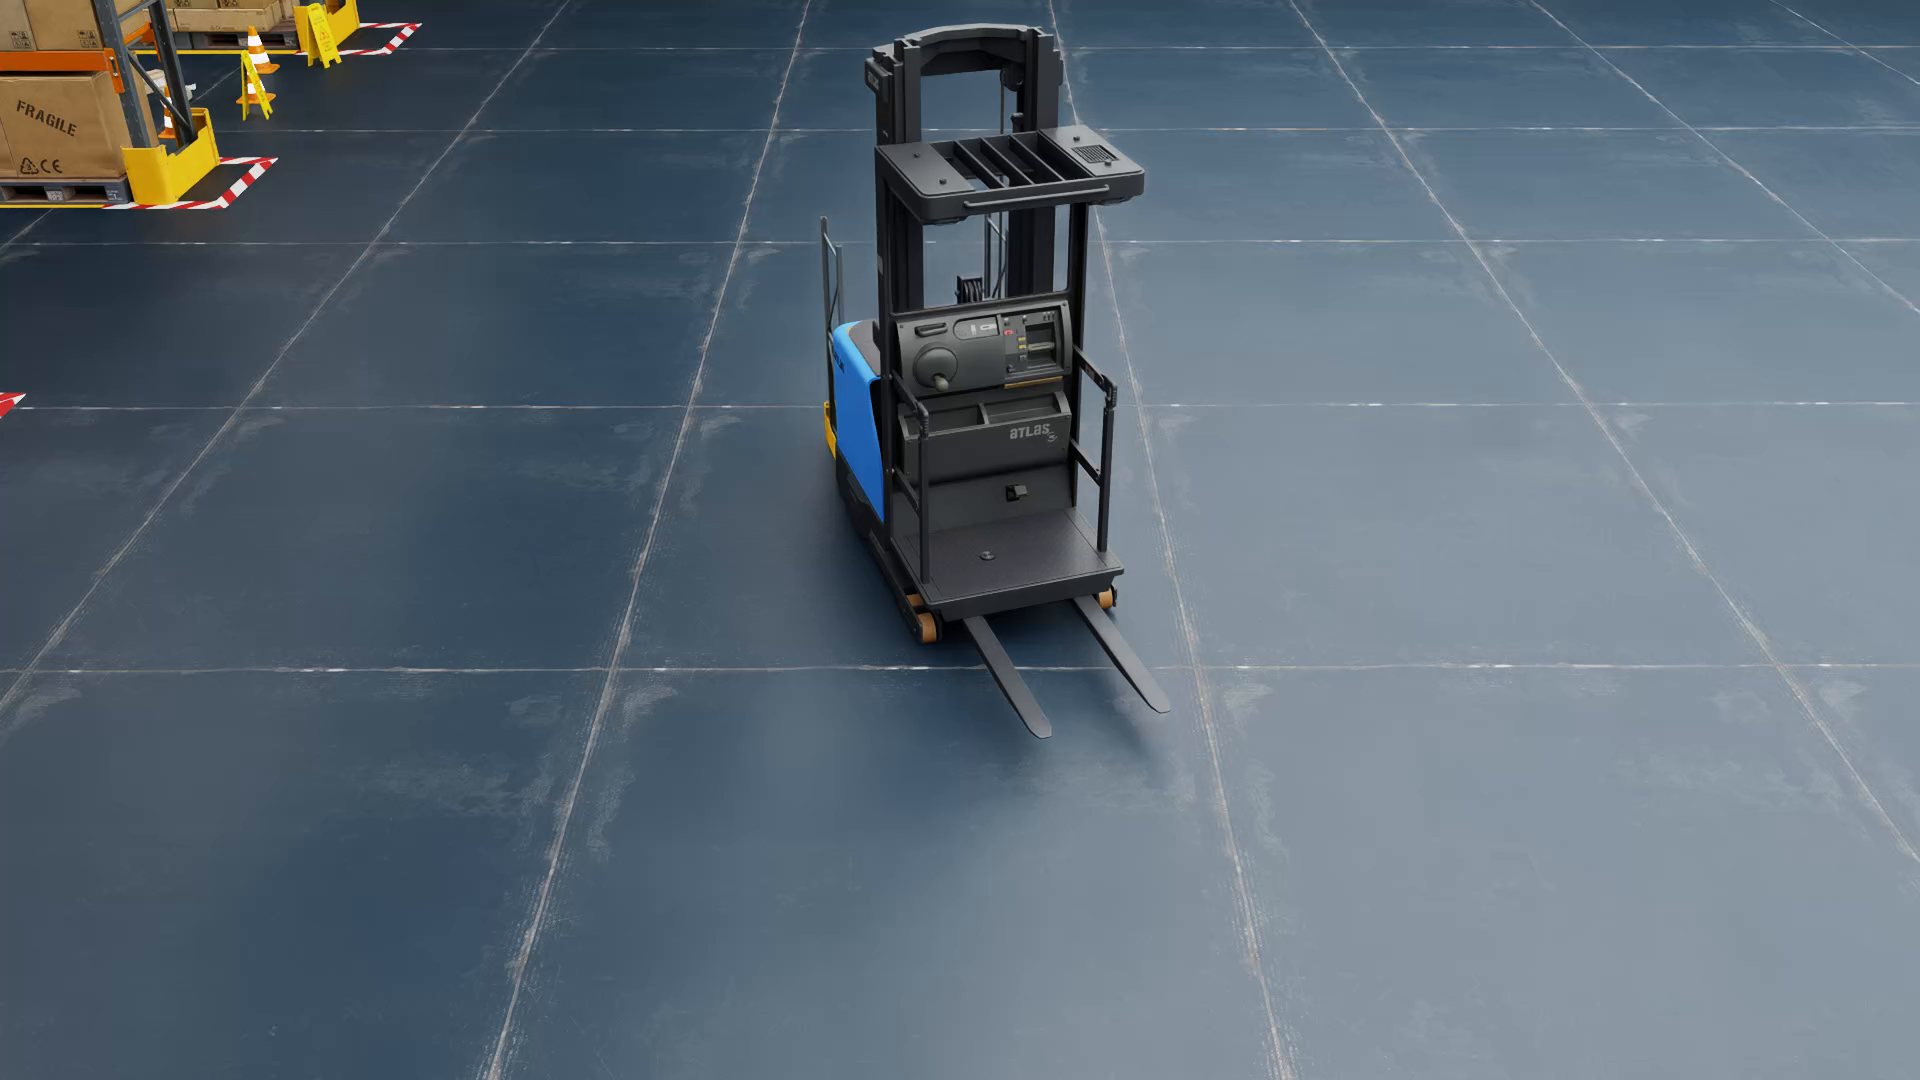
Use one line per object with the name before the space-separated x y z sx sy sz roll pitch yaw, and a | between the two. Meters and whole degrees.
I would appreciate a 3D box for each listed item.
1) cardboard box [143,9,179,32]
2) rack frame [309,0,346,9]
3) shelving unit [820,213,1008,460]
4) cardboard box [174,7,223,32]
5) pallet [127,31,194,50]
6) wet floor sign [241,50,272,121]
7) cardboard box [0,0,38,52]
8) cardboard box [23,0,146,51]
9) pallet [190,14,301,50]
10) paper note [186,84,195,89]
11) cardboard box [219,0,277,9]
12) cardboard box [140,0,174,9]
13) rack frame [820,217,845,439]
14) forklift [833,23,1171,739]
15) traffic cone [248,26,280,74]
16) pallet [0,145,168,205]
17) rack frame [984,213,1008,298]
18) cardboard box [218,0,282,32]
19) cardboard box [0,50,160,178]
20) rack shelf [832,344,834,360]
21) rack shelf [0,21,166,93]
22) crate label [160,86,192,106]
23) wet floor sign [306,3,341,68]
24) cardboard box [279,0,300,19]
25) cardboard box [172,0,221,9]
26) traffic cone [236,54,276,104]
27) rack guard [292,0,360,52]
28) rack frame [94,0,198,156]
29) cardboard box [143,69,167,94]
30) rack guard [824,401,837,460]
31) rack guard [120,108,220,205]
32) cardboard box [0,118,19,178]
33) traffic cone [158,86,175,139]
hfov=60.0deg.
cardboard box | -9.014 -5.919 18.749 0.500 0.250 0.500 -1 31 -2
rack frame | -7.166 -7.059 18.382 0.127 3.000 1.000 0 31 0
shelving unit | -0.272 -1.230 10.221 1.083 1.500 0.587 -8 32 -13
cardboard box | -8.491 -5.923 18.756 0.500 0.250 0.500 0 31 0
pallet | -9.272 -5.880 19.127 1.213 0.211 1.003 0 31 0
wet floor sign | -7.018 -4.512 16.454 0.232 0.644 0.267 -5 32 -9
cardboard box | -7.956 -4.518 14.049 0.550 0.550 0.875 0 31 0
cardboard box | -7.406 -4.531 14.071 0.550 0.550 0.875 0 31 0
pallet | -8.055 -5.882 19.131 1.213 0.211 1.003 0 31 0
paper note | -8.099 -4.754 17.445 0.142 0.019 0.148 -11 33 -17
cardboard box | -7.966 -6.246 18.565 0.500 0.500 0.500 0 31 0
cardboard box | -8.992 -6.244 18.562 0.500 0.500 0.500 -1 31 -1
rack frame | -0.755 -1.164 10.111 0.032 1.500 0.500 -8 32 -13
forklift | 0.201 -0.943 8.368 1.130 2.935 3.031 -10 33 -16
traffic cone | -7.588 -5.304 17.935 0.334 0.463 0.336 0 31 0
pallet | -7.834 -3.256 14.803 1.213 0.211 1.003 0 31 0
rack frame | 0.228 -1.300 10.335 0.032 1.500 0.500 -8 32 -13
cardboard box | -7.997 -5.921 18.752 0.500 0.250 0.500 0 31 -1
cardboard box | -7.713 -3.726 14.533 0.875 0.875 0.875 0 31 0
rack shelf | -0.263 -1.078 10.317 1.000 0.185 0.538 -8 32 -13
rack shelf | -9.035 -4.178 14.327 4.000 0.370 1.077 0 31 0
crate label | -8.028 -4.555 17.015 0.298 0.136 0.250 -17 35 -26
wet floor sign | -6.970 -5.498 18.079 0.232 0.644 0.267 10 33 17
cardboard box | -7.975 -6.204 19.218 0.500 0.250 0.500 0 31 -1
cardboard box | -8.488 -6.242 18.559 0.500 0.500 0.500 1 31 2
traffic cone | -7.242 -4.729 16.988 0.334 0.463 0.336 0 31 0
rack guard | -7.242 -5.990 19.030 0.348 0.500 1.175 0 31 0
rack frame | -7.035 -4.492 14.150 0.127 3.000 1.000 0 31 0
cardboard box | -8.464 -4.788 17.388 0.250 0.149 0.380 16 35 25
rack guard | -0.753 -0.629 10.436 0.087 0.250 0.587 -8 32 -13
rack guard | -7.011 -3.423 14.799 0.348 0.500 1.175 0 31 0
cardboard box | -8.593 -3.723 14.526 0.875 0.875 0.875 -1 31 -1
traffic cone | -7.575 -4.142 16.020 0.334 0.463 0.336 0 31 0
